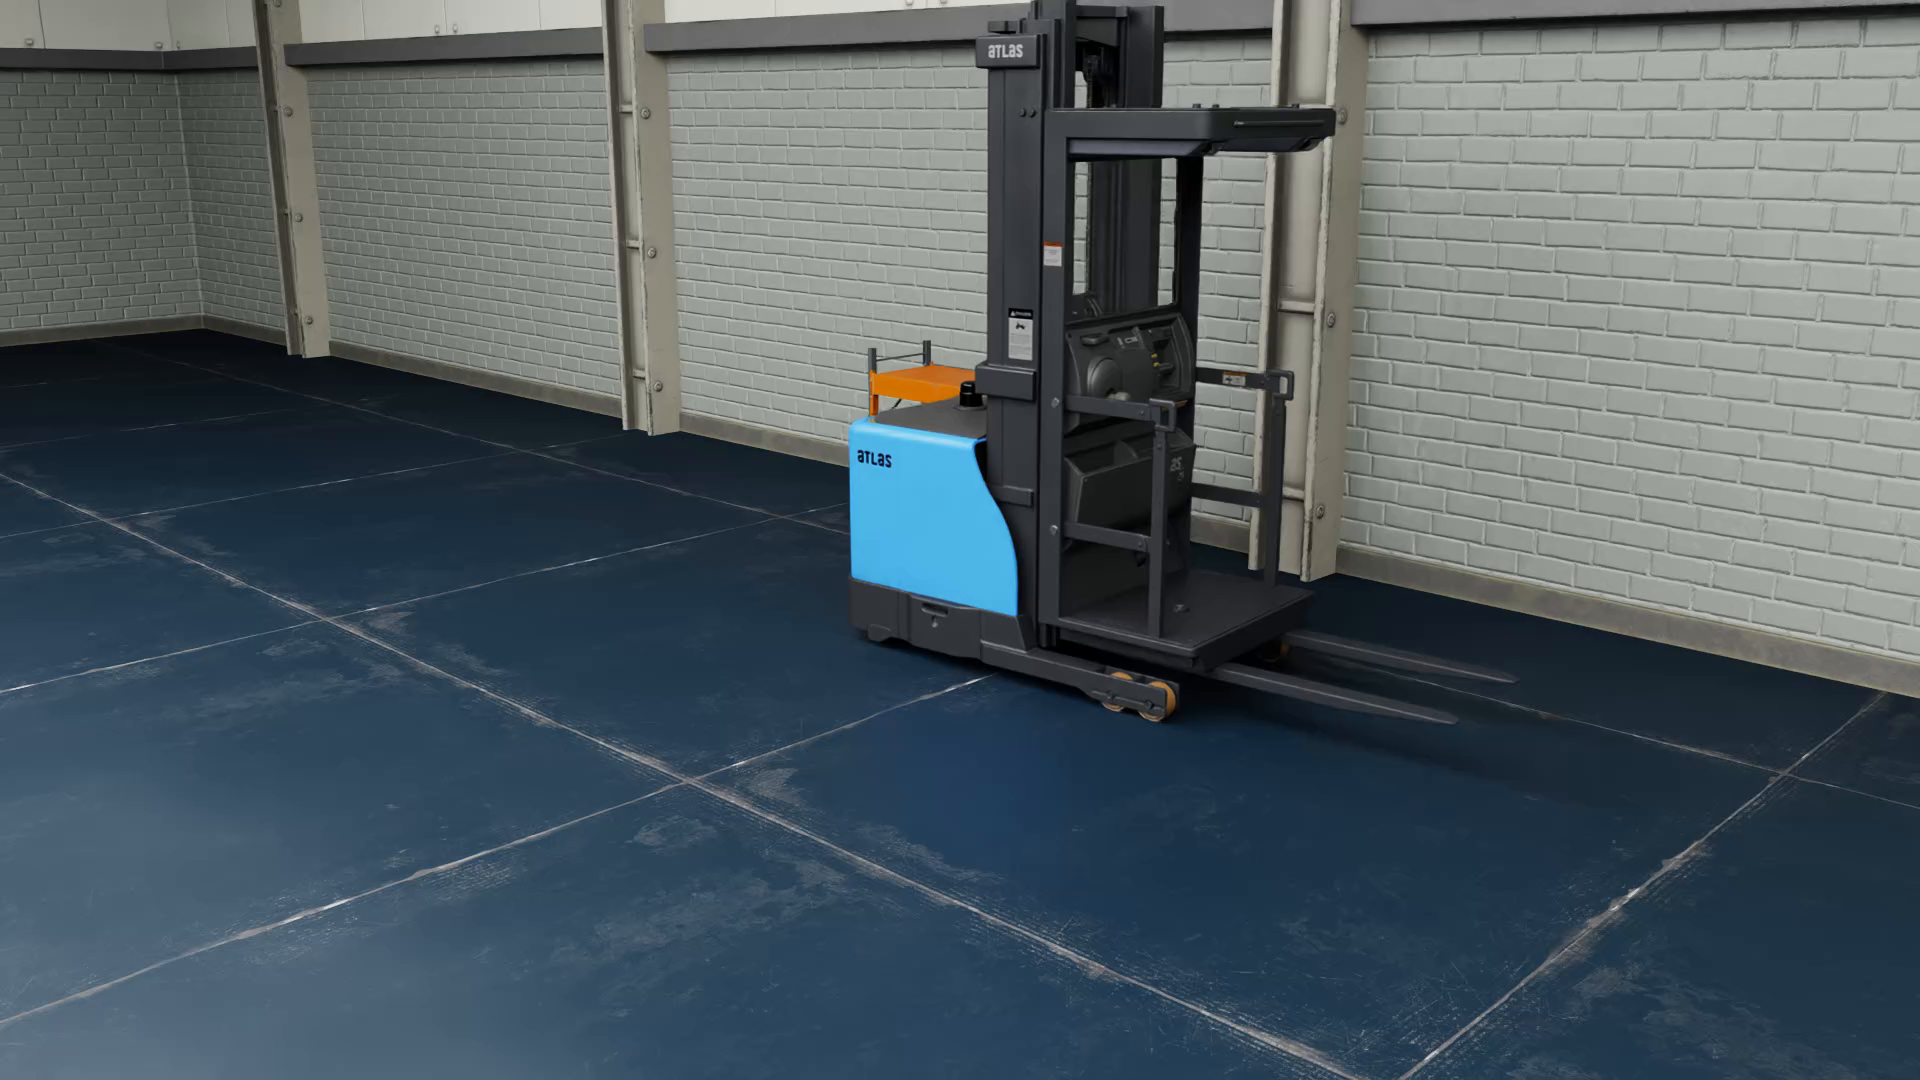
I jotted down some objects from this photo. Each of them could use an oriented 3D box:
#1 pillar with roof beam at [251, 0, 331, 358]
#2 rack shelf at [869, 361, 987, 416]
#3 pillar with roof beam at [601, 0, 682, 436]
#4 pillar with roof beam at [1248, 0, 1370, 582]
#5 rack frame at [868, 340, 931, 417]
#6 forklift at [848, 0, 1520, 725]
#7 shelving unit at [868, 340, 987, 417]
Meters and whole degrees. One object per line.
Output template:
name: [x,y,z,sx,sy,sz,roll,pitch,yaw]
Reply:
pillar with roof beam: [-9.767,-5.506,13.218,0.400,9.000,9.100,14,20,42]
rack shelf: [0.005,-0.826,9.712,1.000,0.278,0.538,14,20,42]
pillar with roof beam: [-5.448,-4.456,9.188,0.400,9.000,9.100,14,20,42]
pillar with roof beam: [-1.129,-3.406,5.158,0.400,9.000,9.100,14,20,42]
rack frame: [-0.361,-0.632,10.127,0.032,1.125,0.500,14,20,42]
forklift: [0.922,-0.805,7.208,3.031,2.935,1.130,12,19,37]
shelving unit: [0.005,-0.543,9.786,1.048,1.125,0.538,14,20,42]
